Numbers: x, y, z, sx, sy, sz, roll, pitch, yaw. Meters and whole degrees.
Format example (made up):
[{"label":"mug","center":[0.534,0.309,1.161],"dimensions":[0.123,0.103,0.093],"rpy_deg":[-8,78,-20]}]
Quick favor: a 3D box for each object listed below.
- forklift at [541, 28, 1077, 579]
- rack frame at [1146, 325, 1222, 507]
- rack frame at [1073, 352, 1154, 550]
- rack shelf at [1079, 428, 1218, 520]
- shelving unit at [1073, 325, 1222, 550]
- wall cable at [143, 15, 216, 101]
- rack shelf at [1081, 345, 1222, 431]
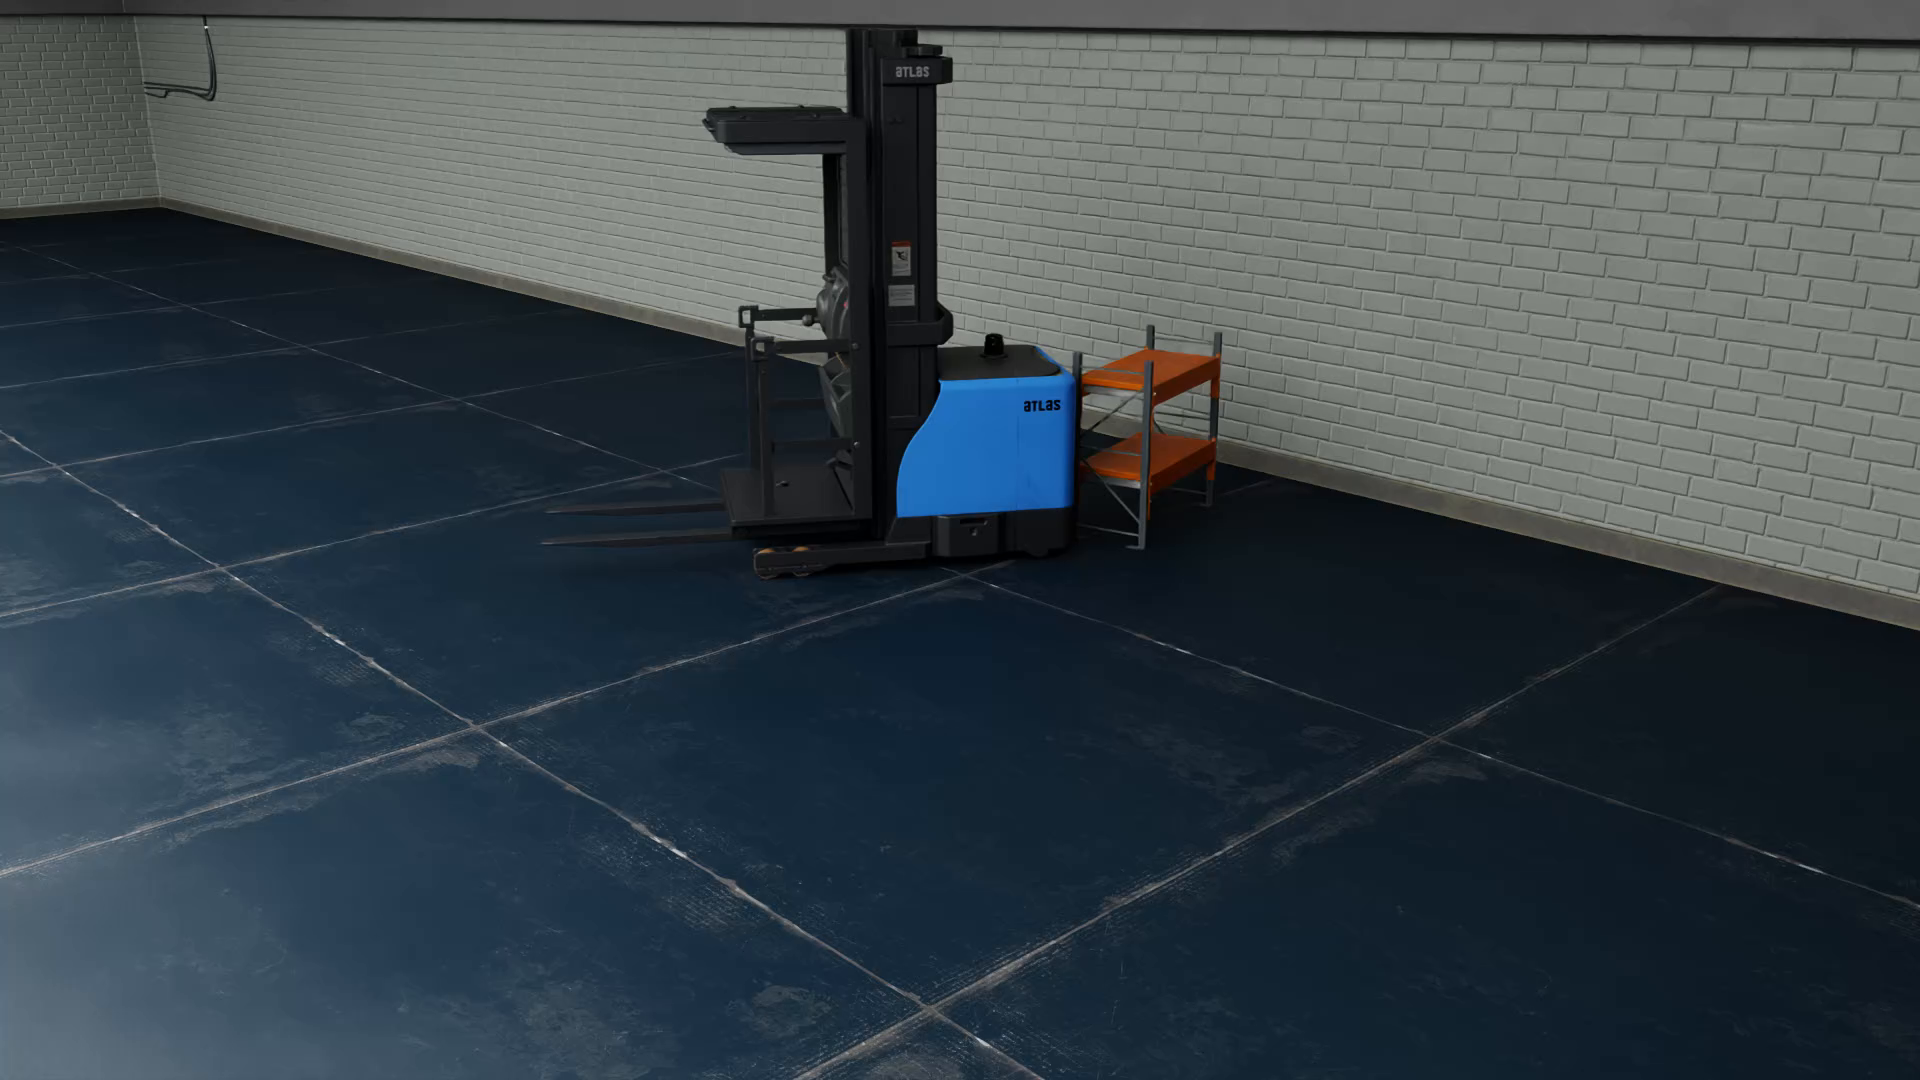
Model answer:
[{"label":"forklift","center":[-0.896,-1.353,9.405],"dimensions":[3.031,2.935,1.130],"rpy_deg":[-3,18,-11]},{"label":"rack frame","center":[1.405,-0.790,10.598],"dimensions":[0.500,1.125,0.032],"rpy_deg":[10,21,29]},{"label":"rack frame","center":[0.883,-0.521,9.768],"dimensions":[0.500,1.125,0.032],"rpy_deg":[10,21,29]},{"label":"rack shelf","center":[1.144,-0.423,10.258],"dimensions":[0.538,0.278,1.000],"rpy_deg":[10,21,29]},{"label":"shelving unit","center":[1.144,-0.656,10.183],"dimensions":[0.538,1.125,1.048],"rpy_deg":[10,21,29]},{"label":"wall cable","center":[-11.579,-7.710,24.210],"dimensions":[0.112,2.526,3.097],"rpy_deg":[-16,24,-41]},{"label":"rack shelf","center":[1.144,-0.934,10.092],"dimensions":[0.538,0.278,1.000],"rpy_deg":[10,21,29]}]
